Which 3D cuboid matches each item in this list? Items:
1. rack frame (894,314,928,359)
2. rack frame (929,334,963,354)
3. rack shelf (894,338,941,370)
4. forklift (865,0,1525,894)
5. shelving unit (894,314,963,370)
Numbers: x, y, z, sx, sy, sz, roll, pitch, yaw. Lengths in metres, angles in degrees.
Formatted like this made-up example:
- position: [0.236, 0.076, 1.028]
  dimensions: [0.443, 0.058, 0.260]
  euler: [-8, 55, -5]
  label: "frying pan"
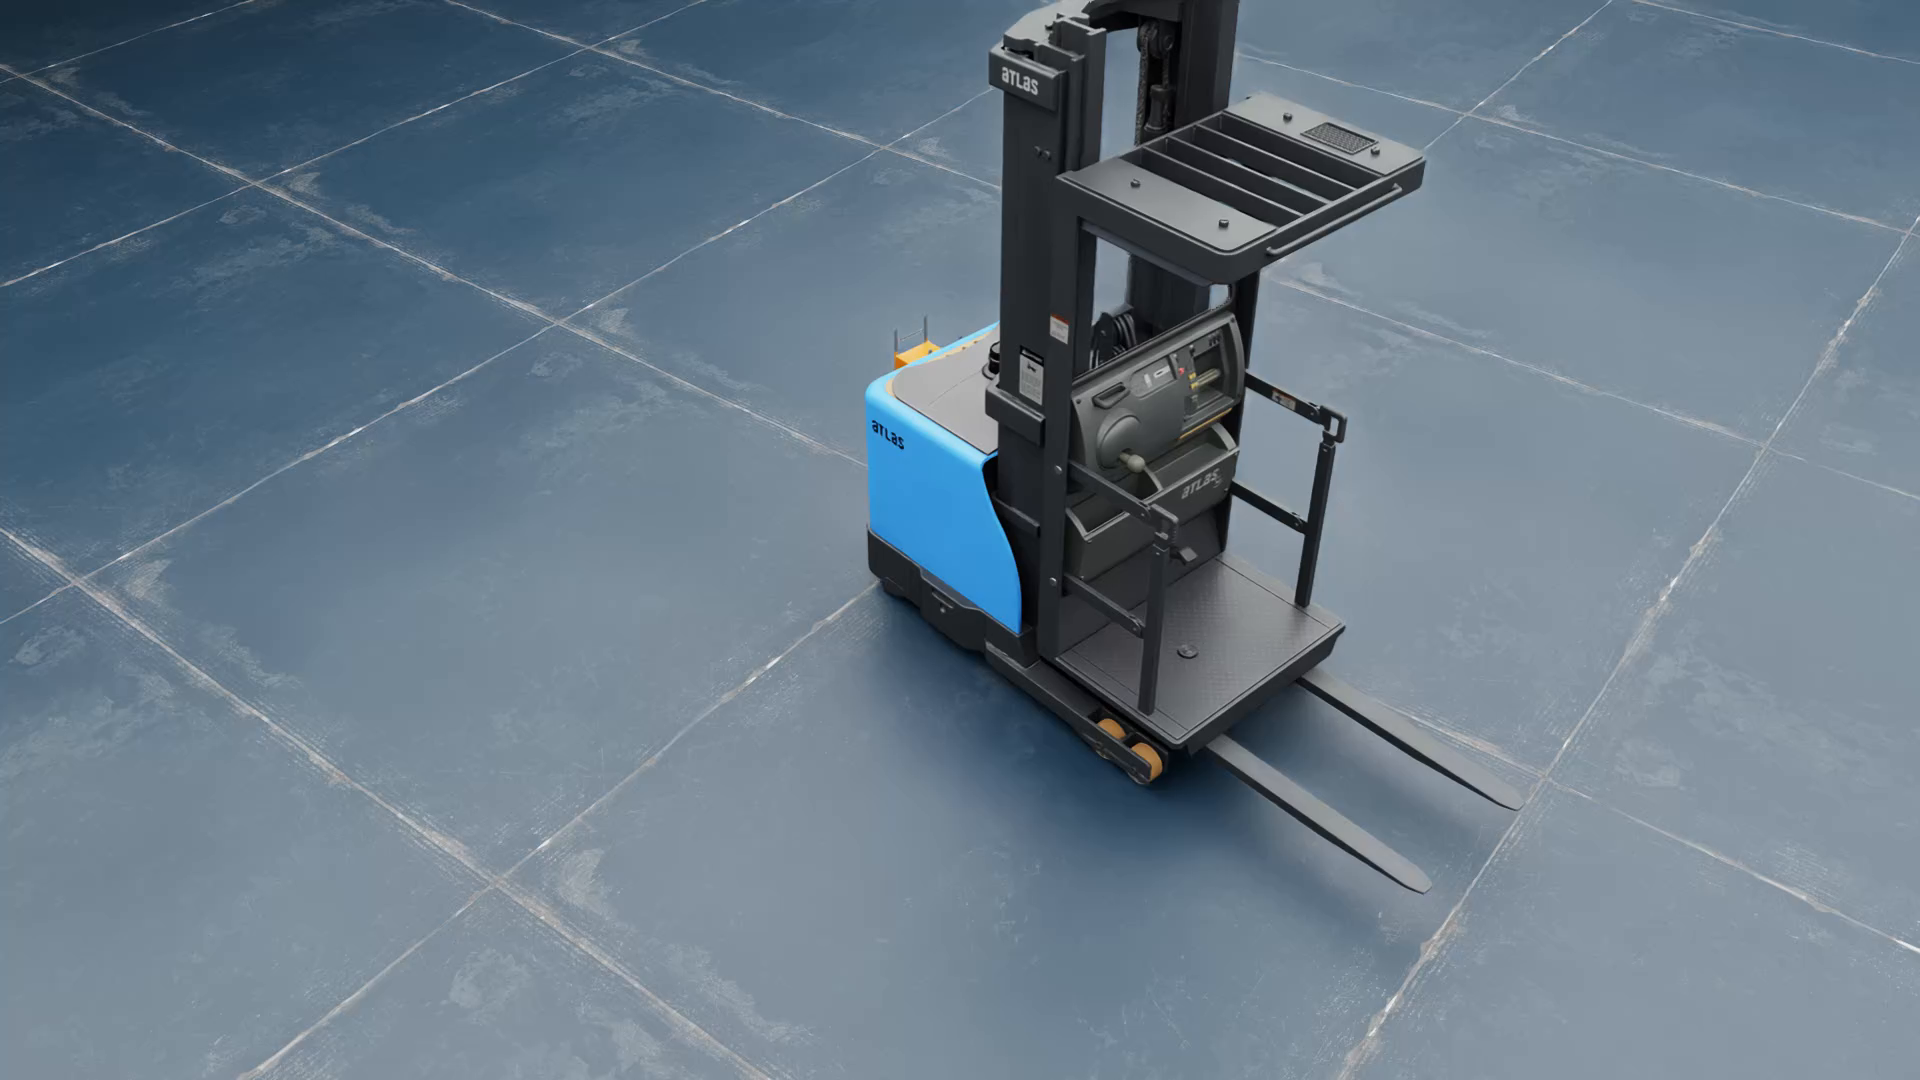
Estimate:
- position: [-0.229, -0.596, 8.020]
  dimensions: [0.200, 1.050, 0.008]
  euler: [-29, 47, -32]
  label: "rack frame"
- position: [-0.065, -0.484, 7.878]
  dimensions: [0.200, 1.050, 0.008]
  euler: [-29, 47, -32]
  label: "rack frame"
- position: [-0.147, -0.755, 7.780]
  dimensions: [0.215, 0.259, 0.240]
  euler: [-29, 47, -32]
  label: "rack shelf"
- position: [0.930, -0.511, 6.386]
  dimensions: [1.130, 2.935, 3.031]
  euler: [-29, 47, -32]
  label: "forklift"
- position: [-0.147, -0.540, 7.949]
  dimensions: [0.215, 1.050, 0.252]
  euler: [-29, 47, -32]
  label: "shelving unit"
